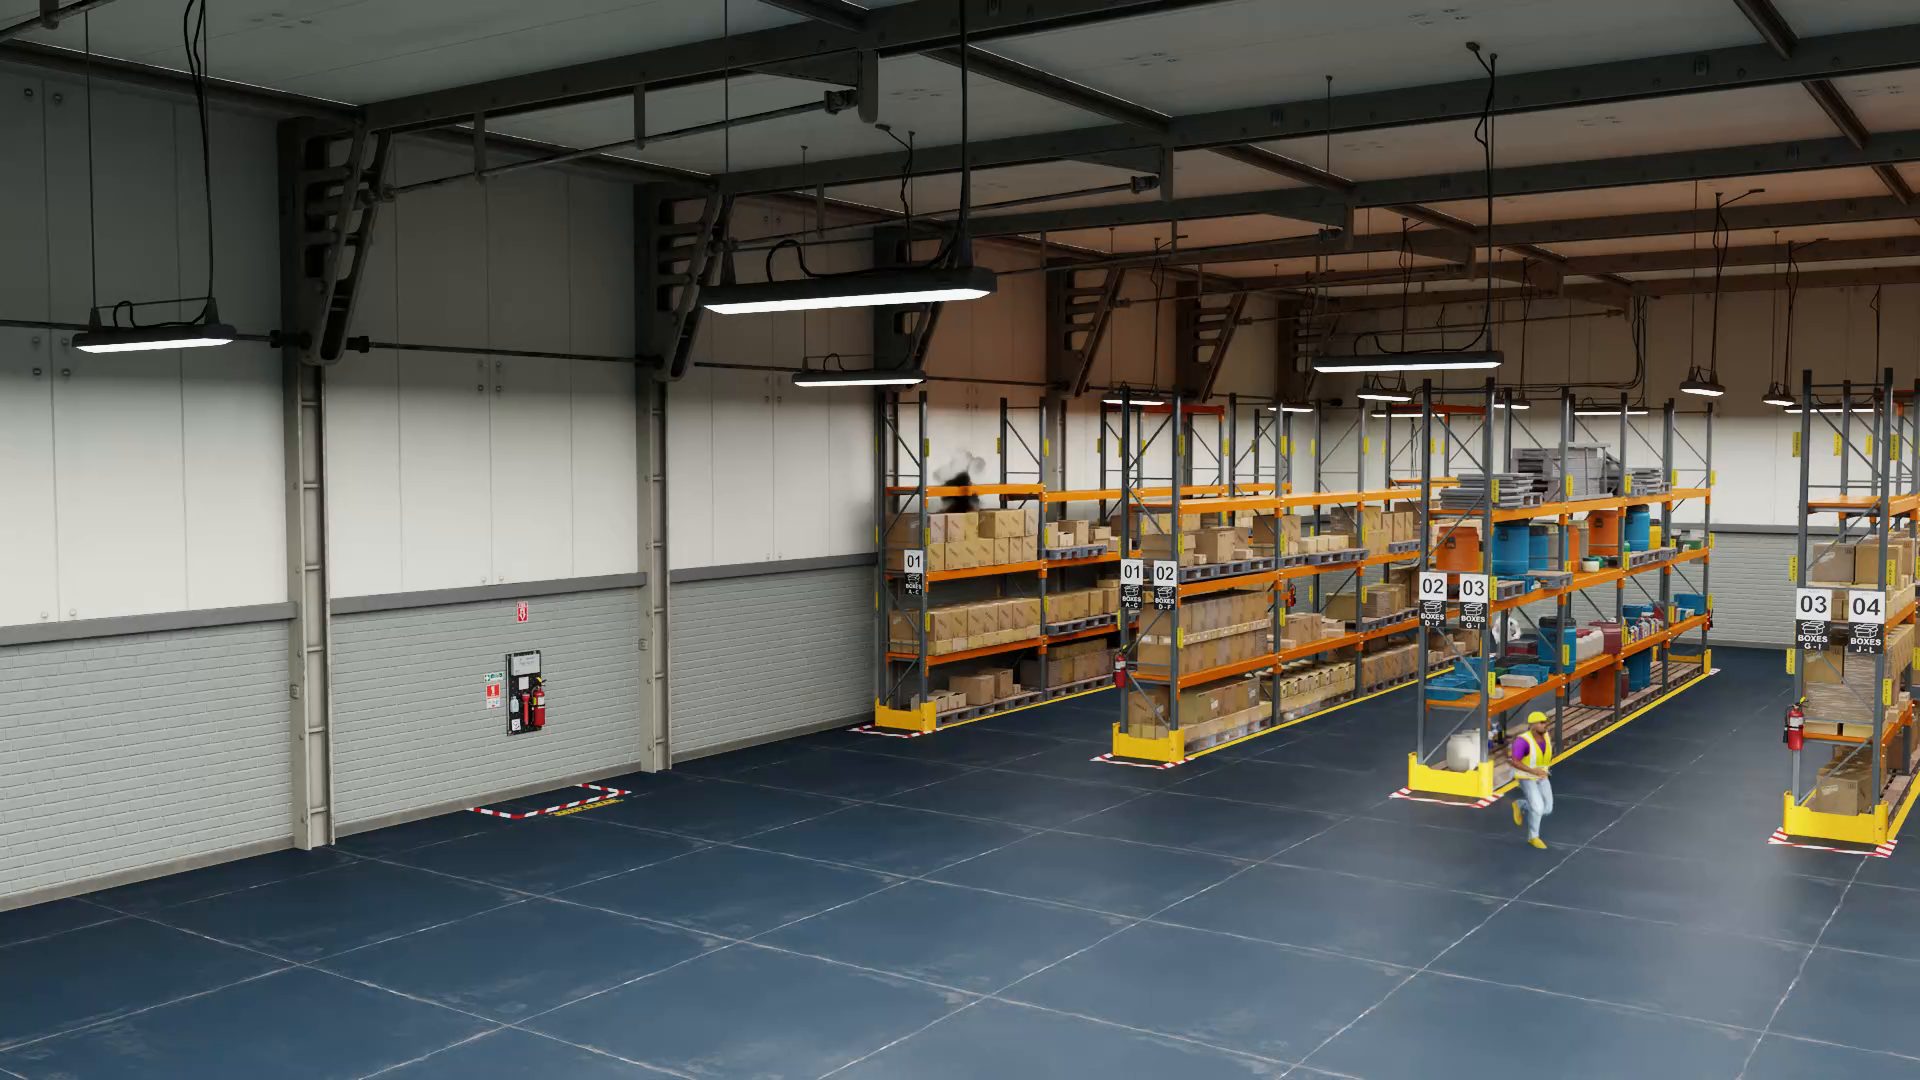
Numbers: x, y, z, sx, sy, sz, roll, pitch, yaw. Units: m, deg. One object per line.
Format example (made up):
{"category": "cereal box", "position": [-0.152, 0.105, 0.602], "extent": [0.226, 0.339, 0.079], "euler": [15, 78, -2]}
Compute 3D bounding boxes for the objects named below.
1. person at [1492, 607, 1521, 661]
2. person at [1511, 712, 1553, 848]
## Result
{"category": "person", "position": [11.653, 2.206, 35.495], "extent": [0.614, 1.648, 0.569], "euler": [2, 4, 26]}
{"category": "person", "position": [7.221, 2.999, 20.941], "extent": [0.744, 1.715, 0.685], "euler": [-2, 4, -29]}
